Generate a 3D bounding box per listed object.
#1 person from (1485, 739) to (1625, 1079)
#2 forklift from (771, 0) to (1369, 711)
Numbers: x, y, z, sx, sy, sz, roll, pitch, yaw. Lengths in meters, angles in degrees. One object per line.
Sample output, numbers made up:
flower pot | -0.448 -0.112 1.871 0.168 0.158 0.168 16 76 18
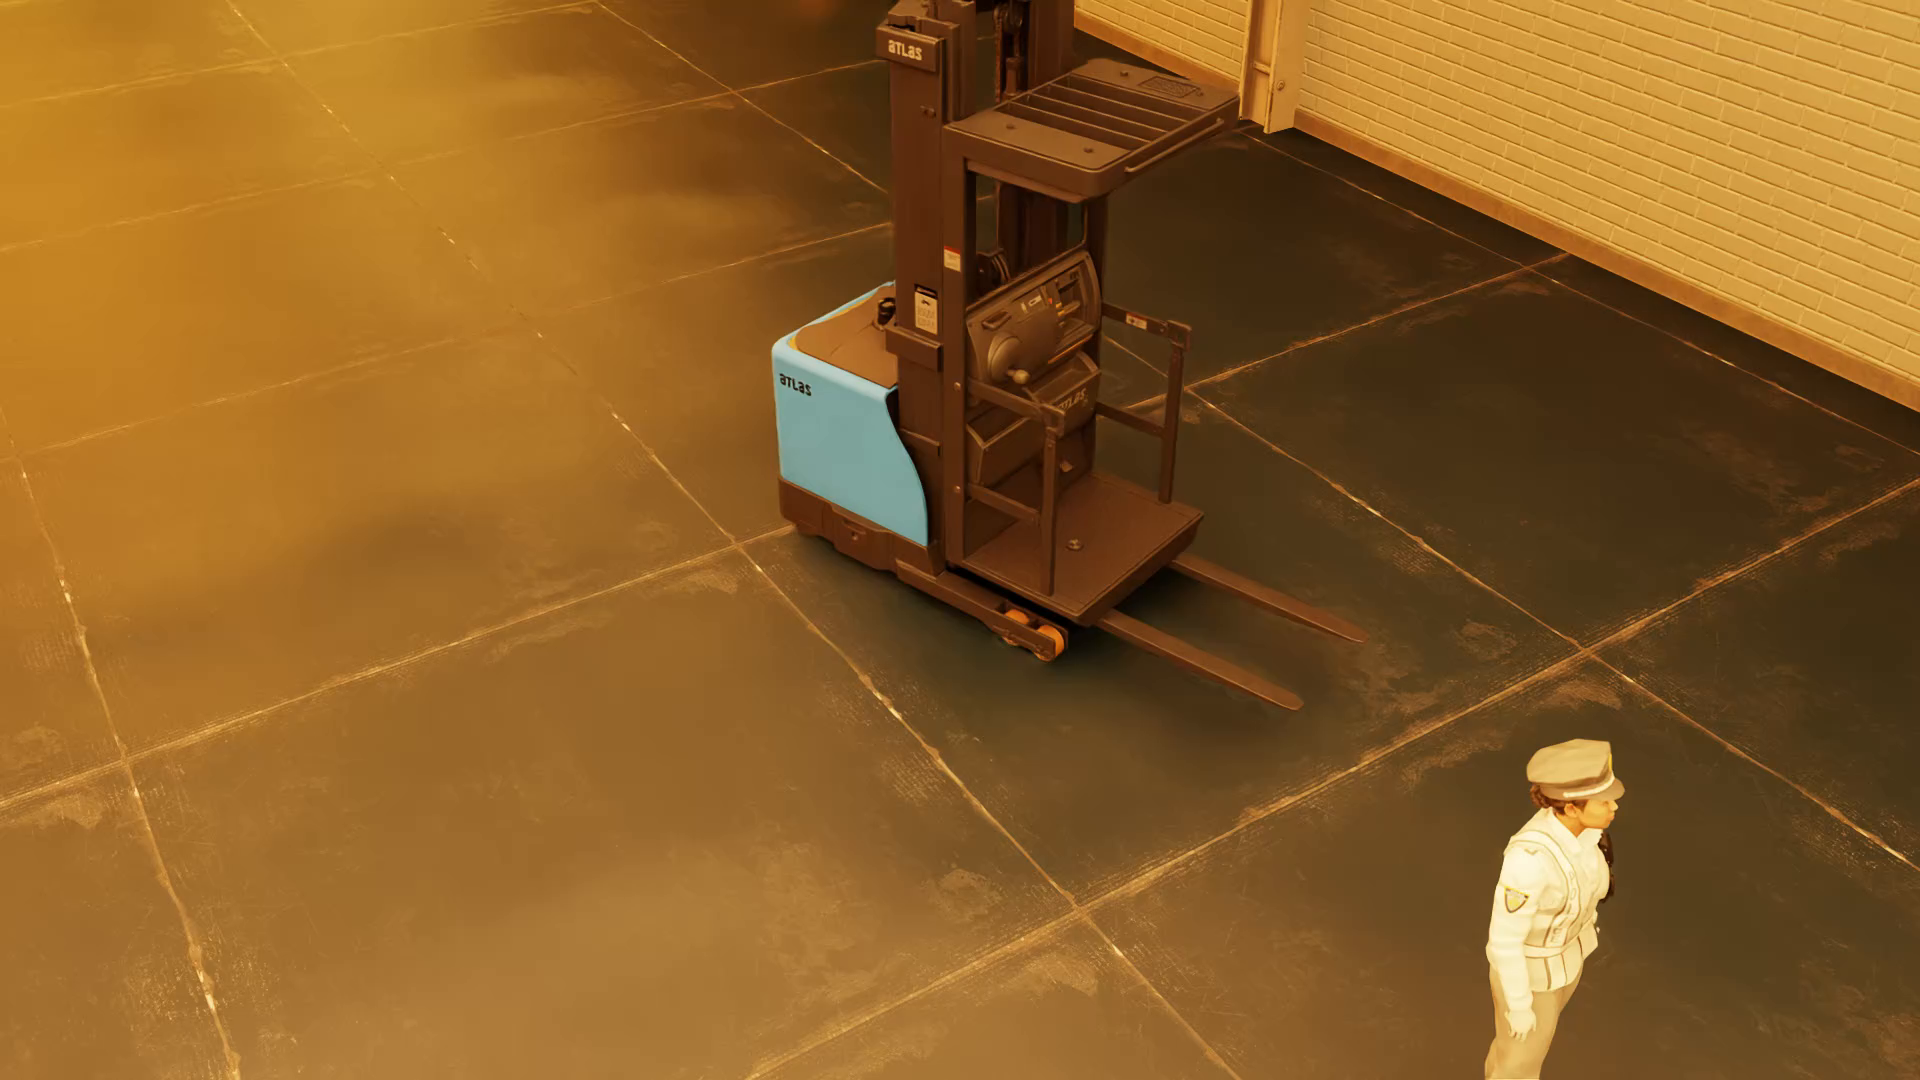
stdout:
person | 1.901 1.364 5.273 0.526 1.698 0.578 26 43 32
forklift | 0.509 -0.972 7.531 3.031 2.935 1.130 25 42 31
